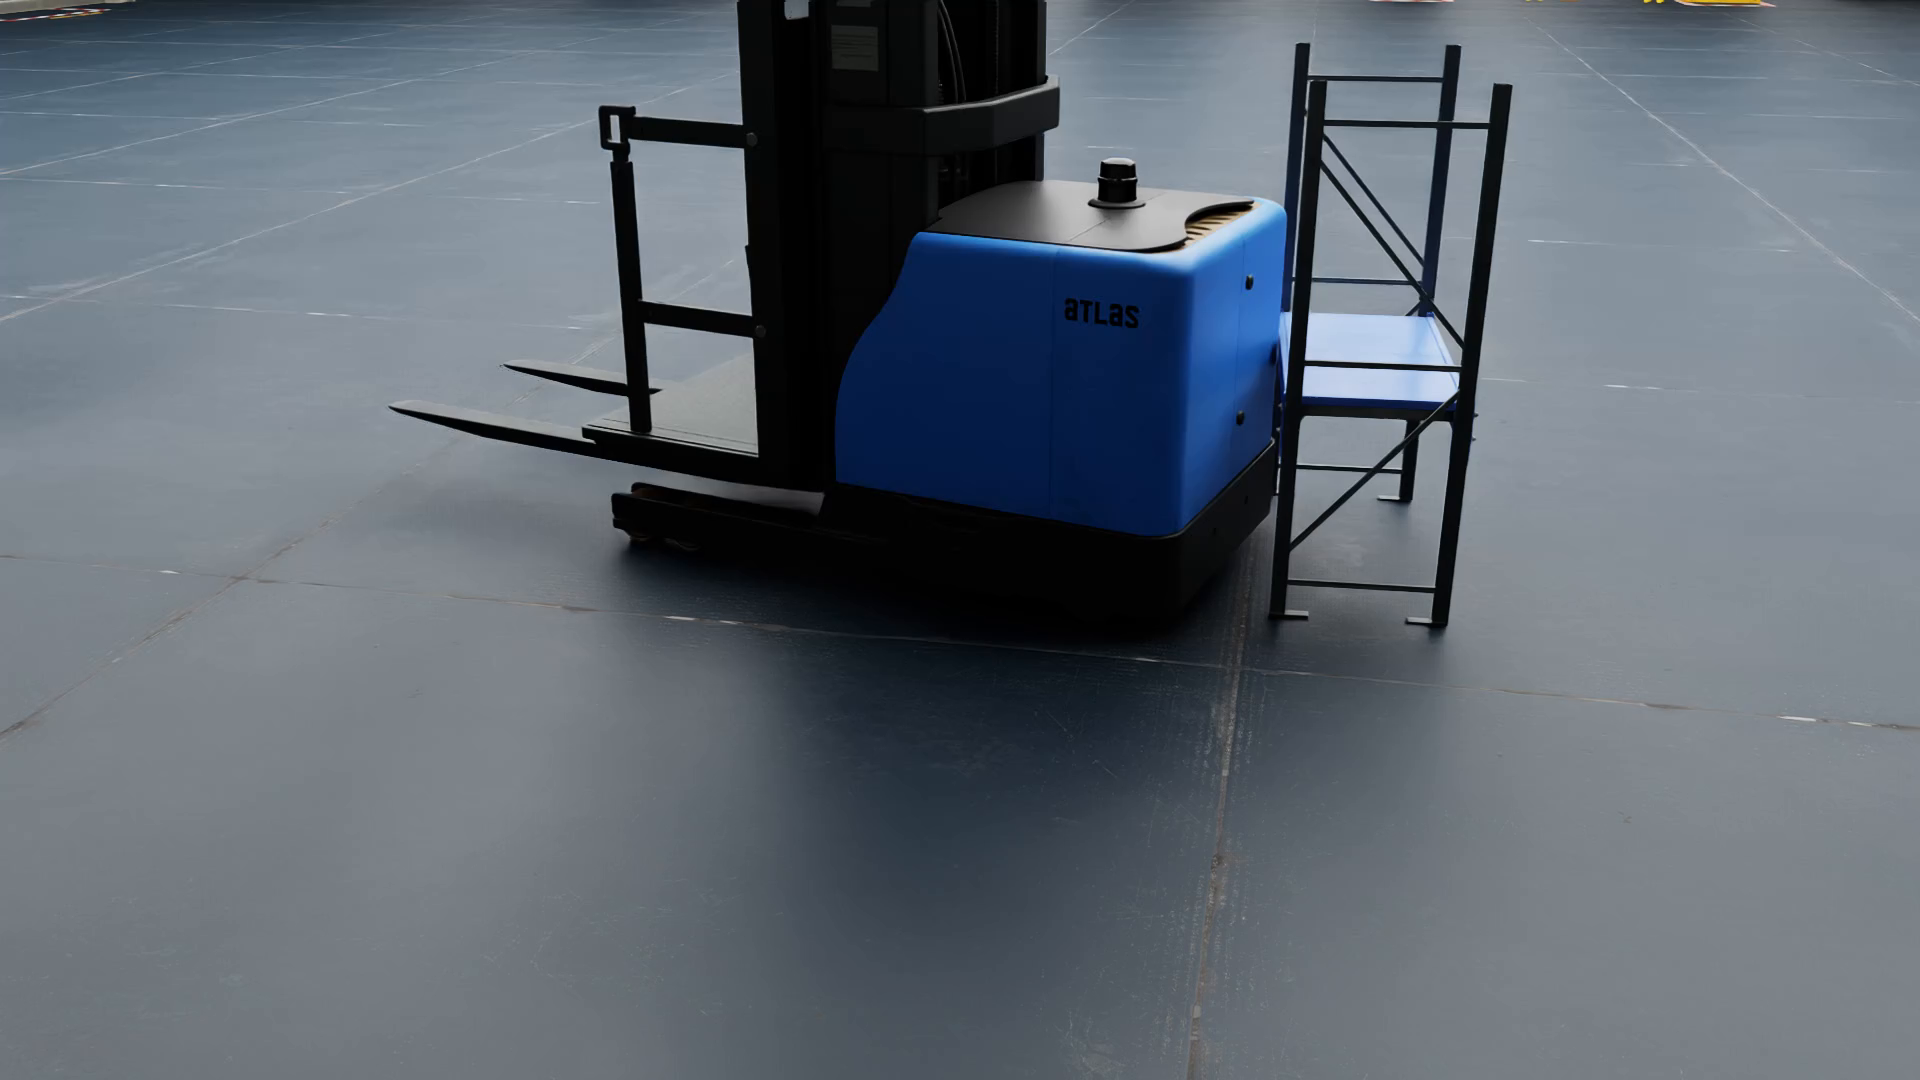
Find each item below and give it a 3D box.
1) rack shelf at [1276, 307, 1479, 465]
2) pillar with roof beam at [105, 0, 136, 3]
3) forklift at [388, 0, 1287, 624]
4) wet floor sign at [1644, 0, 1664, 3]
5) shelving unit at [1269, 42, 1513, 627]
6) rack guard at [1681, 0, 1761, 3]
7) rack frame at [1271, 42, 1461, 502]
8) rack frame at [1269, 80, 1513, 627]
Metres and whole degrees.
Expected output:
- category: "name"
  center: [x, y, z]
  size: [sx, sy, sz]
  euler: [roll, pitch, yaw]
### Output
- category: "rack shelf"
  center: [1.221, -0.489, 5.043]
  size: [0.538, 0.185, 1.000]
  euler: [3, 22, 8]
- category: "pillar with roof beam"
  center: [-9.530, -12.643, 24.700]
  size: [9.100, 9.000, 0.400]
  euler: [4, 22, 11]
- category: "forklift"
  center: [-0.545, -1.490, 5.129]
  size: [3.031, 2.935, 1.130]
  euler: [11, 24, 25]
- category: "wet floor sign"
  center: [11.347, -9.092, 27.066]
  size: [0.267, 0.644, 0.232]
  euler: [13, 25, 29]
- category: "shelving unit"
  center: [1.221, -0.656, 4.975]
  size: [0.538, 1.500, 1.048]
  euler: [3, 22, 8]
- category: "rack guard"
  center: [12.448, -9.041, 27.132]
  size: [1.175, 0.500, 0.348]
  euler: [4, 22, 11]
- category: "rack frame"
  center: [1.298, -0.844, 5.442]
  size: [0.500, 1.500, 0.032]
  euler: [3, 22, 8]
- category: "rack frame"
  center: [1.145, -0.468, 4.509]
  size: [0.500, 1.500, 0.032]
  euler: [3, 22, 8]
